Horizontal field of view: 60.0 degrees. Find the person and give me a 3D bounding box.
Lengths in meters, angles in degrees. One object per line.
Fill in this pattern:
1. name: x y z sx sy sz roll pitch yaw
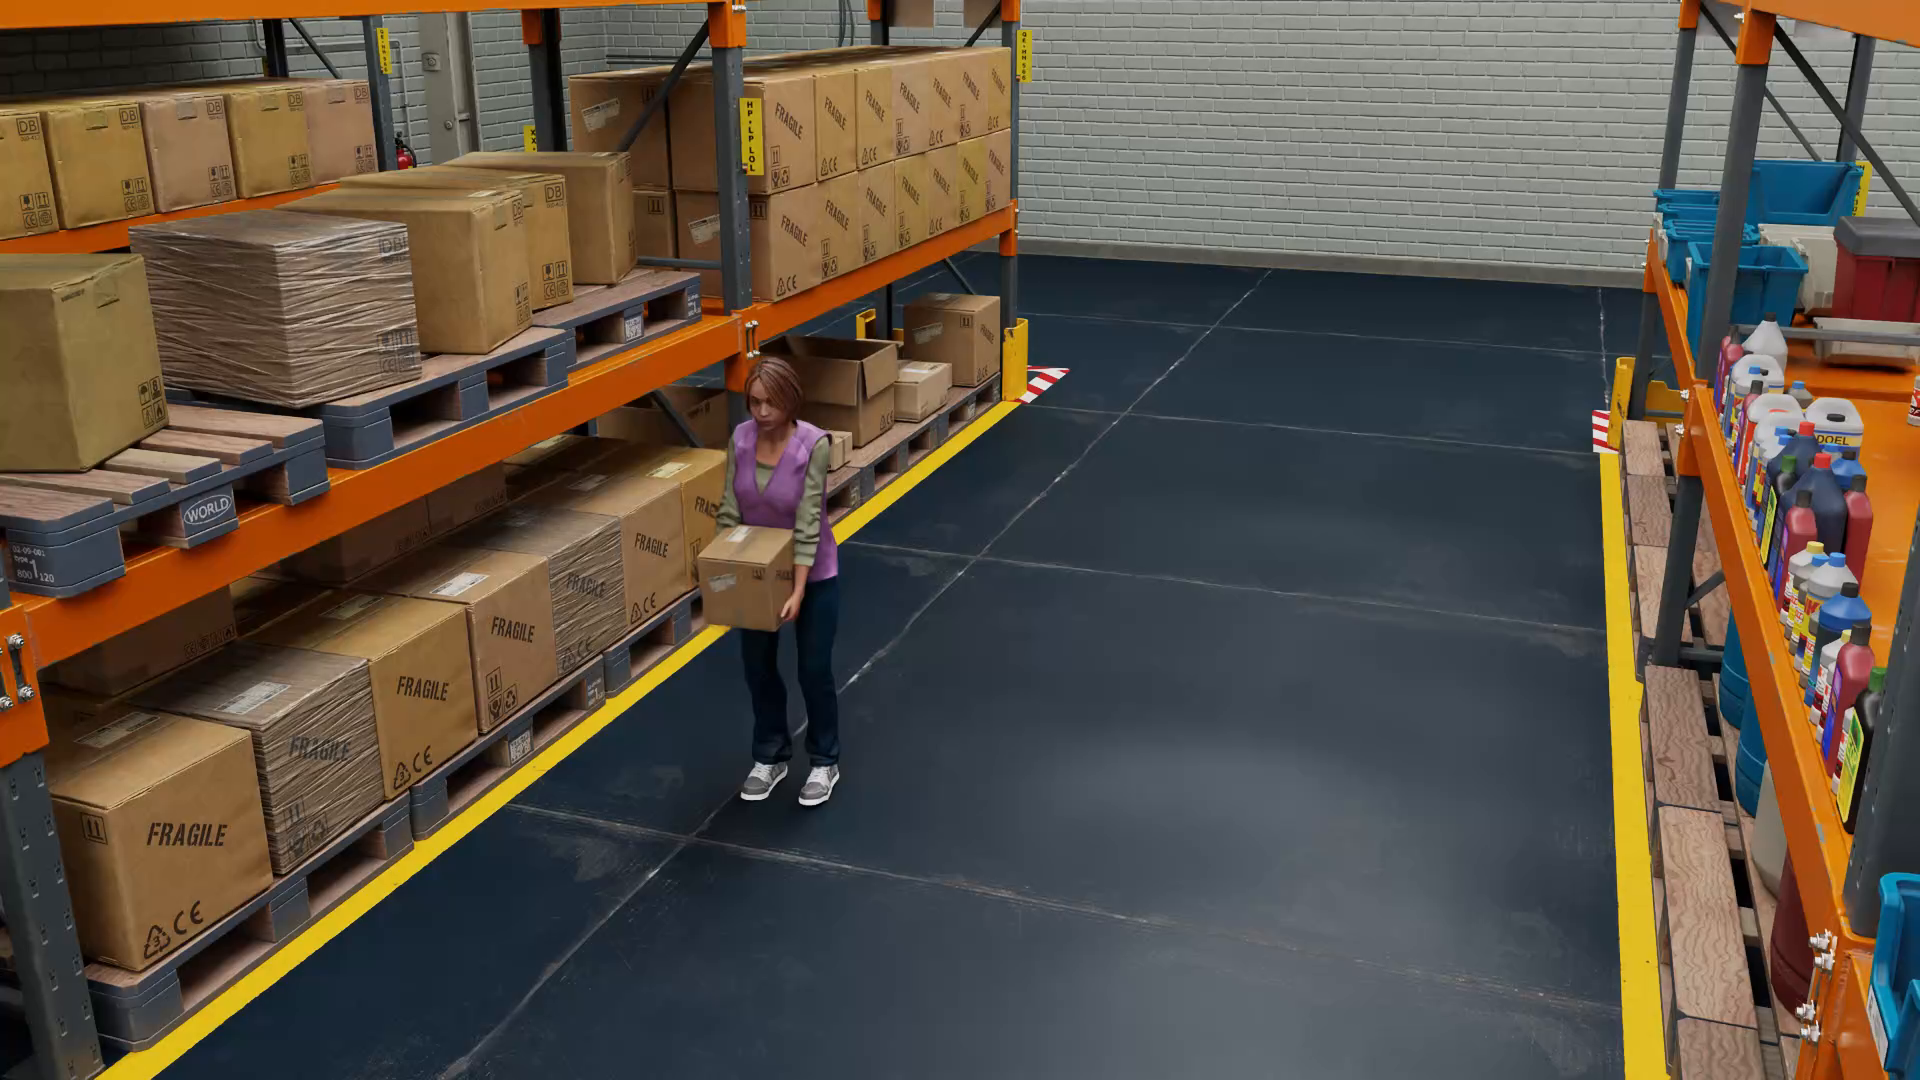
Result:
1. person: -0.598 0.258 5.732 0.373 1.342 0.386 6 20 17
